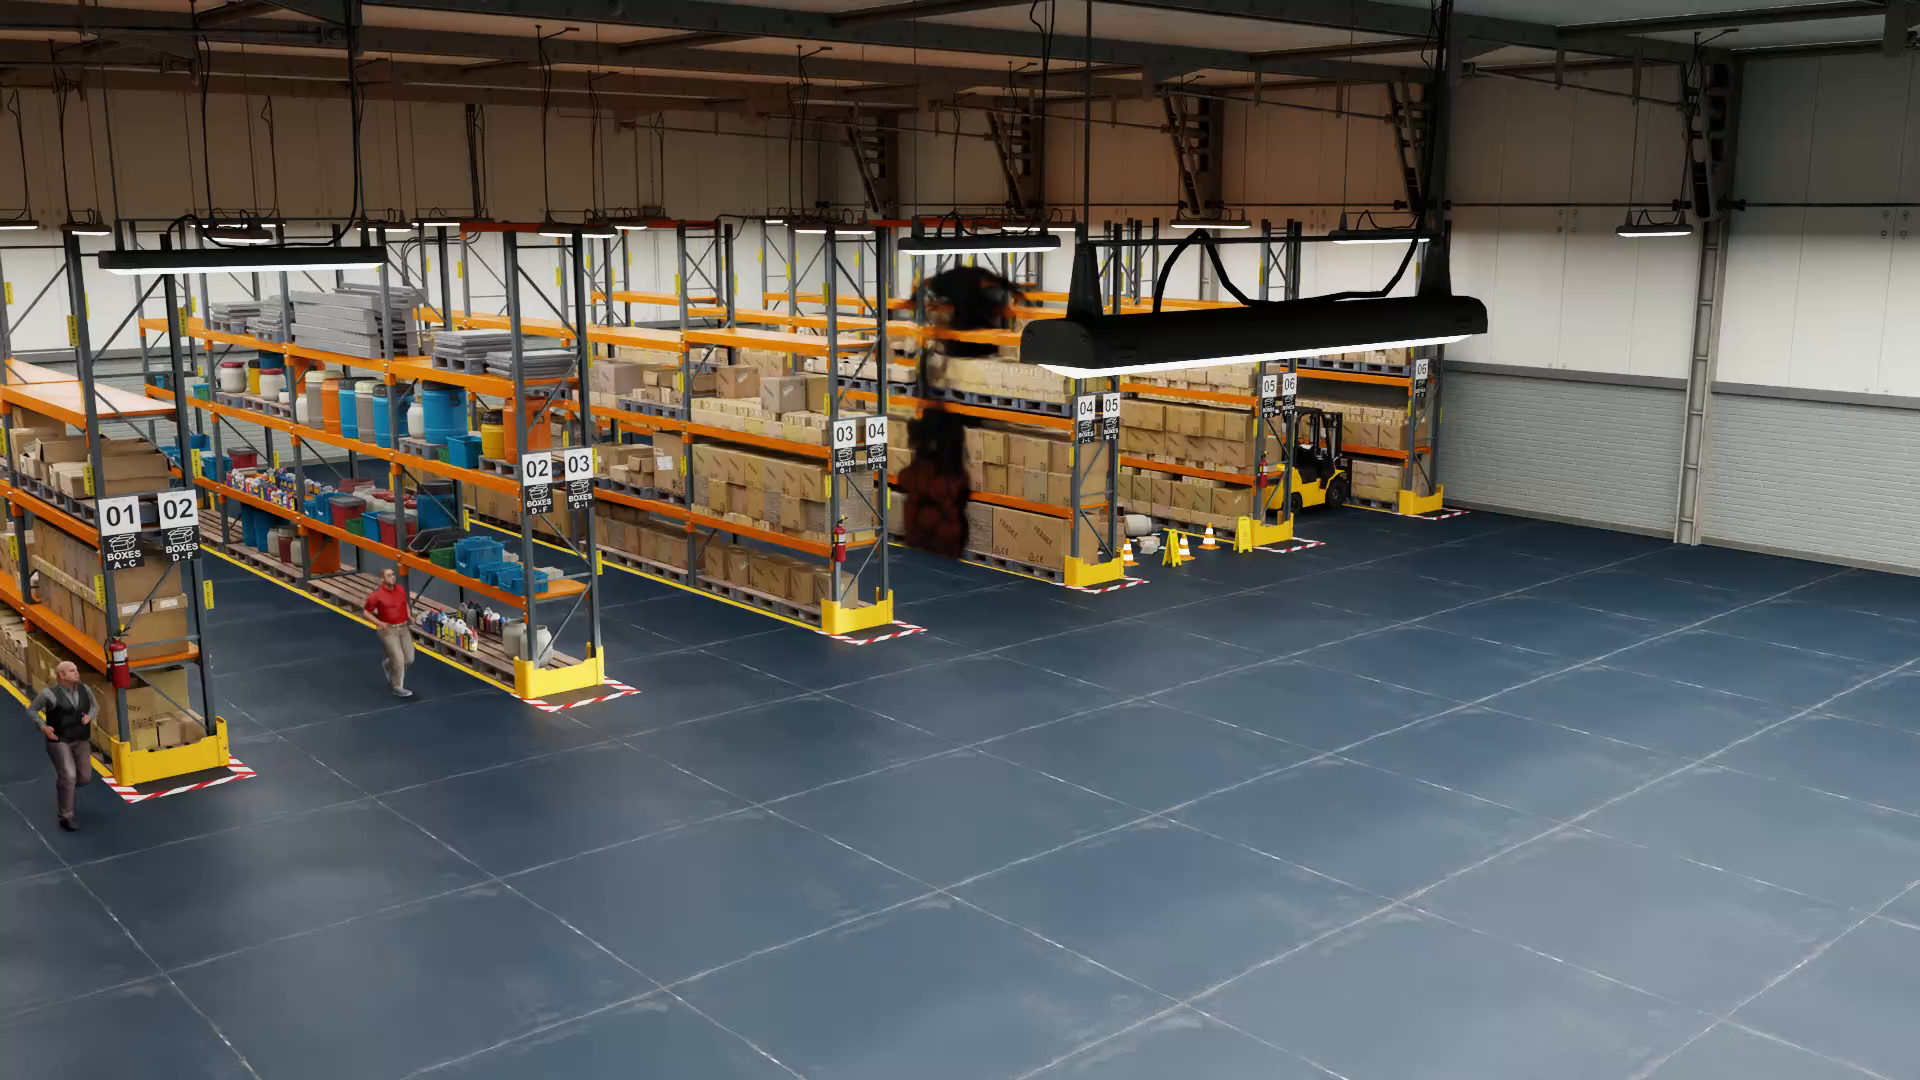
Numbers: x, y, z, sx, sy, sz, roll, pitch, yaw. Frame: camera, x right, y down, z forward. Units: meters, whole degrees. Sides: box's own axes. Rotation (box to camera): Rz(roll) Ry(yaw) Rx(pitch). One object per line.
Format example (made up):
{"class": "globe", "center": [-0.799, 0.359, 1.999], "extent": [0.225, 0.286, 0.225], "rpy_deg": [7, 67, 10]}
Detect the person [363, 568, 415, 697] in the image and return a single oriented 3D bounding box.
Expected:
{"class": "person", "center": [-7.444, 1.188, 21.738], "extent": [0.674, 1.676, 0.666], "rpy_deg": [8, 14, 33]}

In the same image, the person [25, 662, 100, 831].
{"class": "person", "center": [-9.289, 2.104, 17.364], "extent": [0.834, 1.672, 0.685], "rpy_deg": [7, 13, 31]}

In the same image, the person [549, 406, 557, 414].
{"class": "person", "center": [-9.944, -2.403, 39.789], "extent": [0.677, 1.603, 0.526], "rpy_deg": [7, 13, 32]}
